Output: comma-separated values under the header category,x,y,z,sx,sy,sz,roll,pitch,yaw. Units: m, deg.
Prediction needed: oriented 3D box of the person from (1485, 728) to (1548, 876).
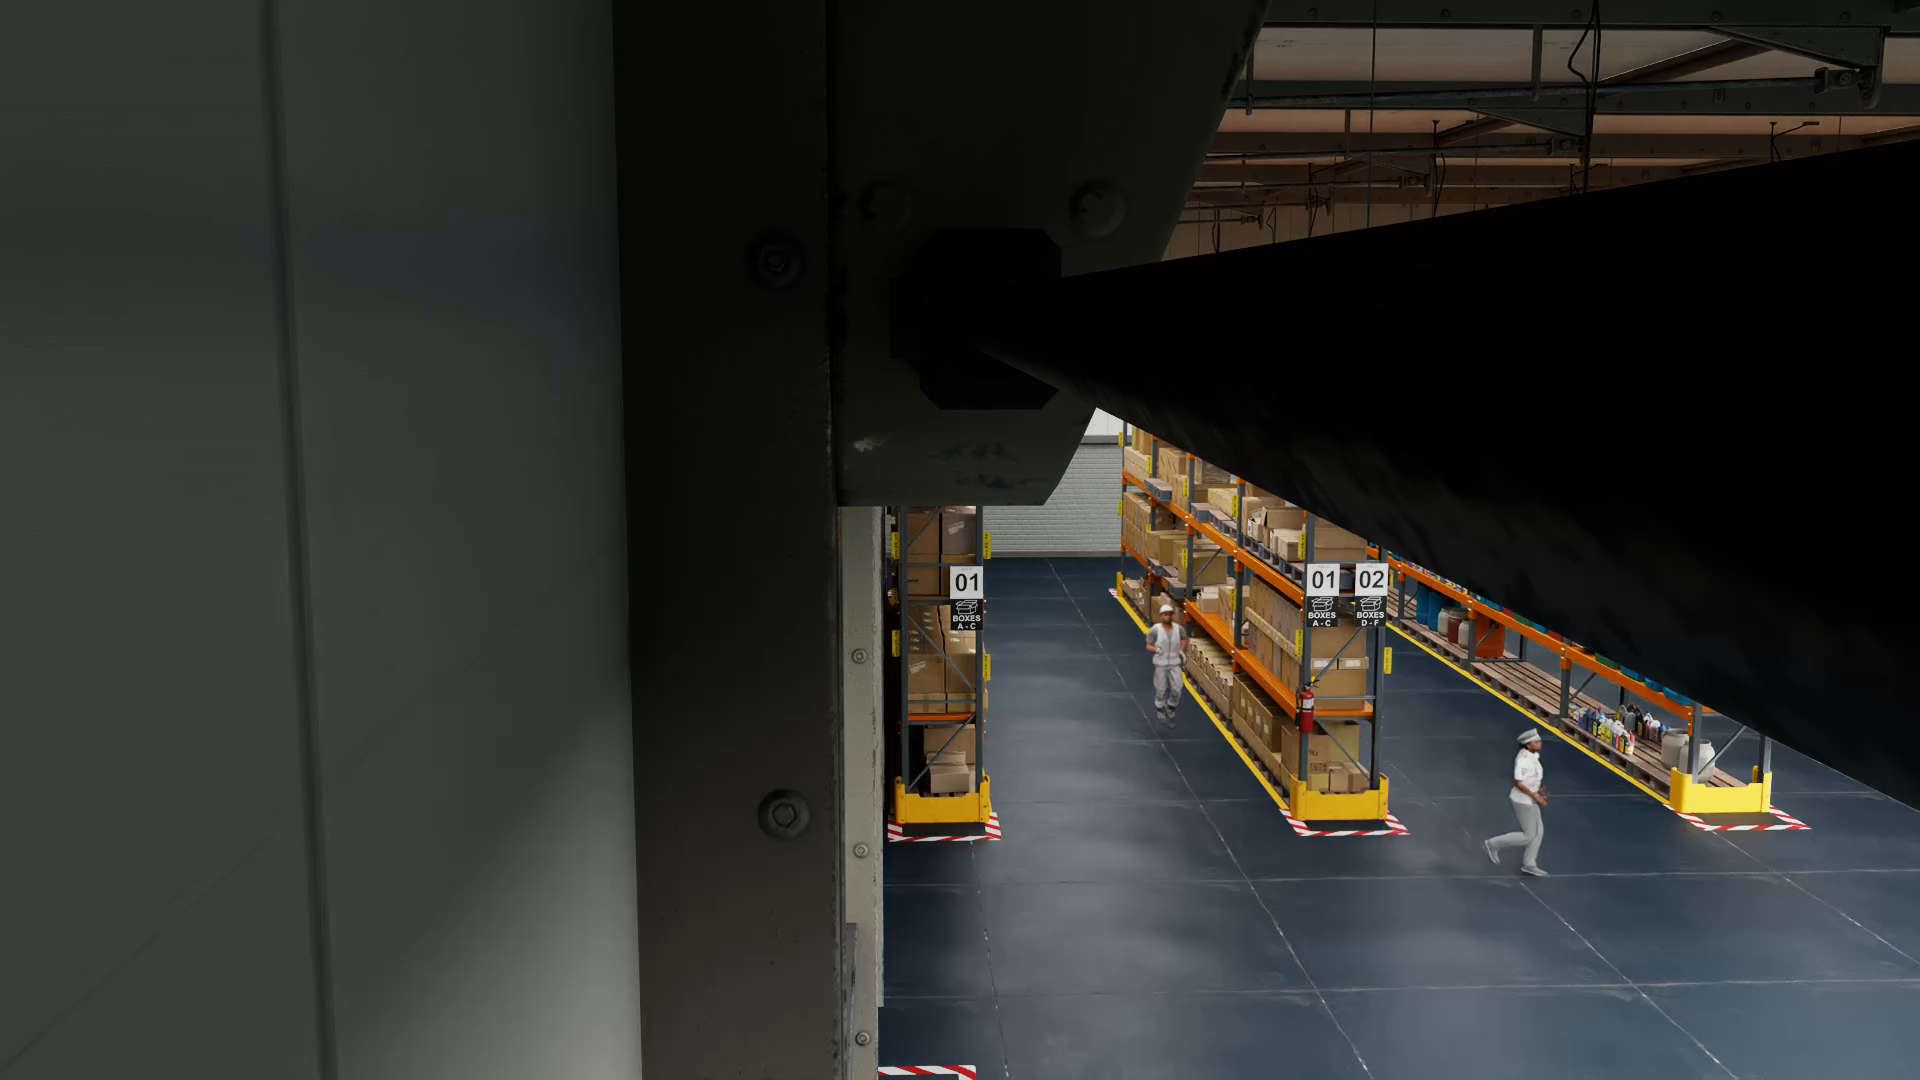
category,x,y,z,sx,sy,sz,roll,pitch,yaw
person,6.276,2.913,18.641,0.684,1.689,0.583,3,9,23

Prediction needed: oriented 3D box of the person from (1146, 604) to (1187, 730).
category,x,y,z,sx,sy,sz,roll,pitch,yaw
person,2.997,1.844,23.884,0.636,1.828,0.629,-1,8,-4
